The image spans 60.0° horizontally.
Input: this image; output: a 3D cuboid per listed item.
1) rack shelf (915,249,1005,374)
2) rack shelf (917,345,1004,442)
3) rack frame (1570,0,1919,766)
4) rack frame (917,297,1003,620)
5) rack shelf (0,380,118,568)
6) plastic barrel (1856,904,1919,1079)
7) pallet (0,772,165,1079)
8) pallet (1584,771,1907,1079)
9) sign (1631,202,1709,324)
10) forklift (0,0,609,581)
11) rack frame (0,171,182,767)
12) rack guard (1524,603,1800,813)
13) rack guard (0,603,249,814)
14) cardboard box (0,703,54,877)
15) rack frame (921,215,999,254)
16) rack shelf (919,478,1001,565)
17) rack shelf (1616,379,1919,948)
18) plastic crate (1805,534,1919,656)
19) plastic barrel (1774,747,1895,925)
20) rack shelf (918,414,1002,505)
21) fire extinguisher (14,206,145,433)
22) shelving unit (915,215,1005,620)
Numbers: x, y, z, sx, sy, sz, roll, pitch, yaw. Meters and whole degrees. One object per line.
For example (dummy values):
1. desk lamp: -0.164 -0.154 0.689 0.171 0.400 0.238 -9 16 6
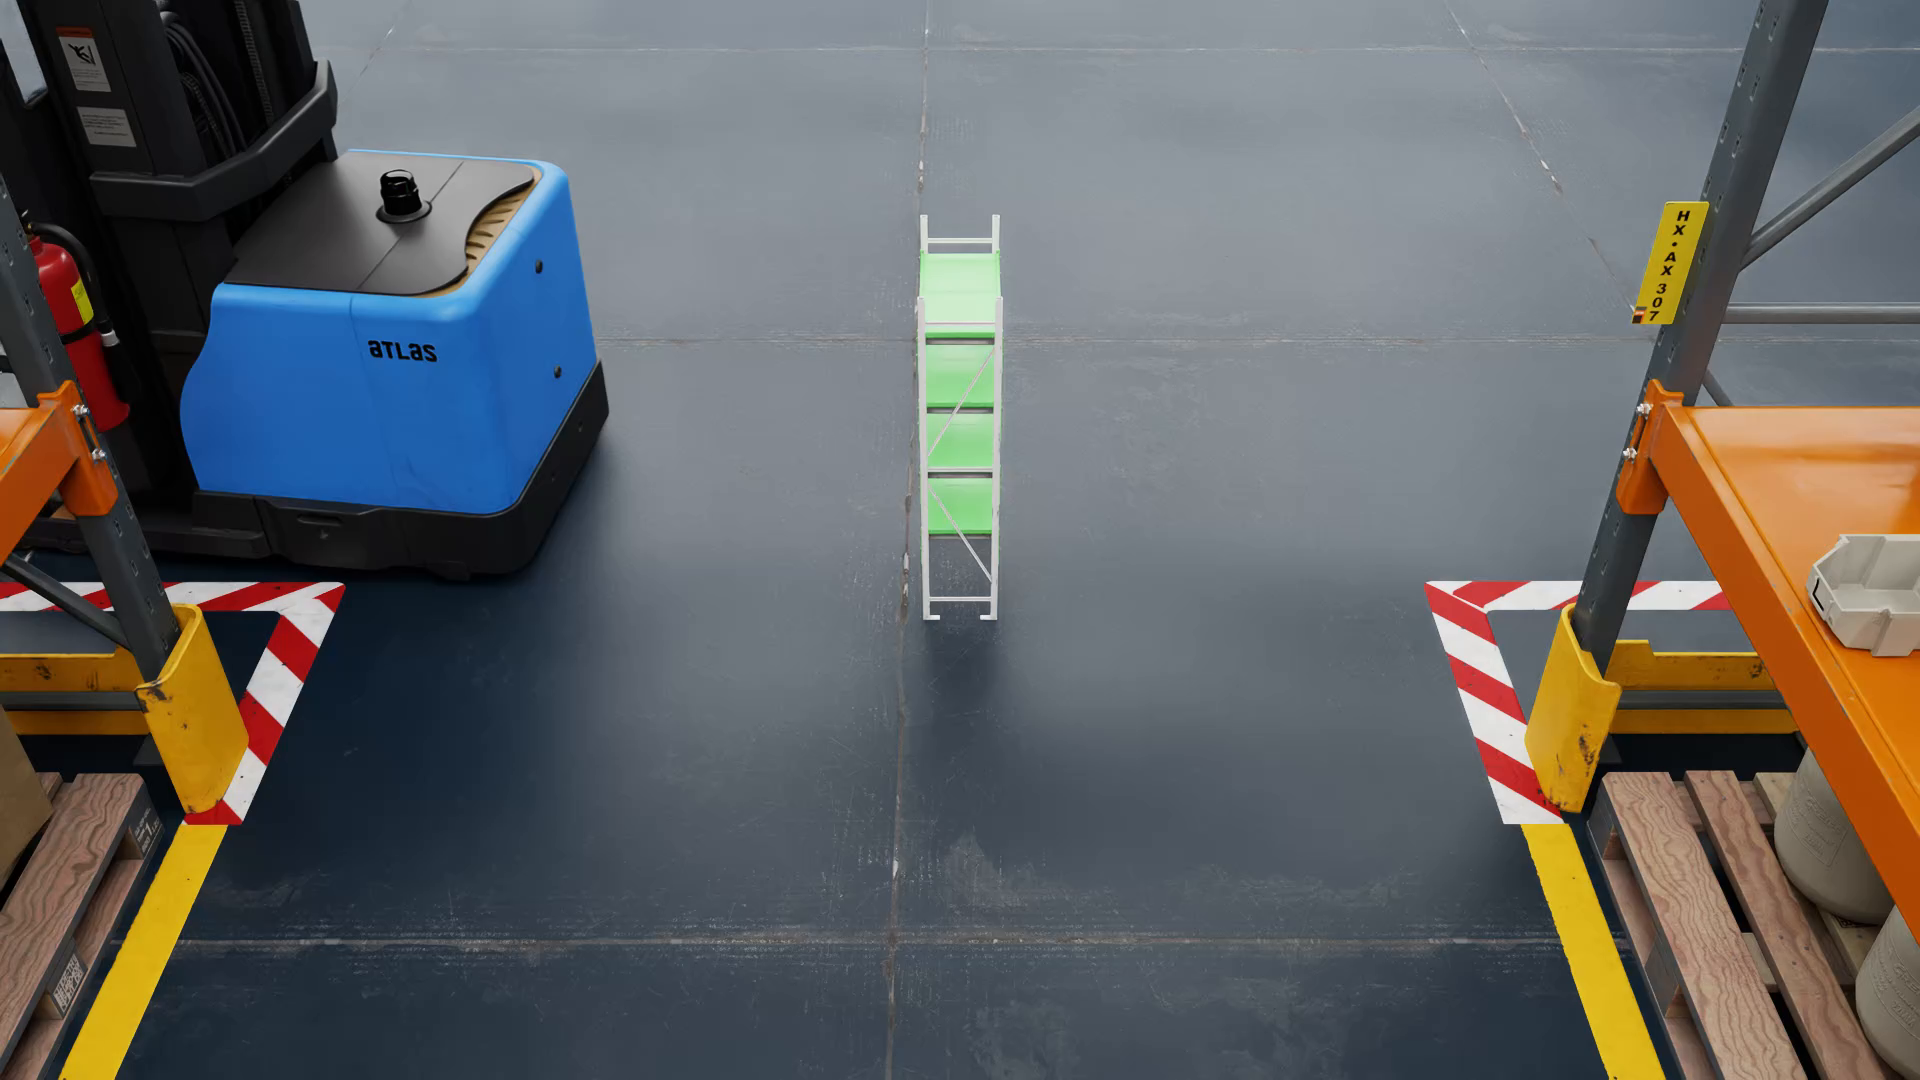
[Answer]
1. rack shelf: 0.000 -0.689 4.985 0.258 0.148 0.480 0 39 0
2. rack shelf: 0.000 -0.502 5.135 0.258 0.148 0.480 0 39 0
3. rack frame: 2.233 -0.543 4.029 1.000 3.000 0.127 0 39 0
4. rack frame: 0.000 -0.212 5.055 0.240 1.200 0.015 0 39 0
5. rack shelf: -2.717 0.992 2.689 1.077 0.370 4.000 0 39 0
6. plastic barrel: 2.311 0.989 3.771 0.421 0.512 0.421 0 39 0
7. pallet: -2.754 1.104 4.204 1.003 0.211 1.213 0 39 0
8. pallet: 2.276 1.100 4.208 1.003 0.211 1.213 0 39 0
9. sign: 1.683 -0.654 3.946 0.100 0.325 0.005 0 39 0
10. forklift: -2.872 -1.420 5.178 3.031 2.935 1.130 5 39 6
11. rack frame: -2.720 -0.540 4.025 1.000 3.000 0.127 0 39 0
12. rack guard: 2.280 0.480 4.752 1.175 0.500 0.348 0 39 0
13. rack guard: -2.720 0.483 4.747 1.175 0.500 0.348 0 39 0
14. cardboard box: -2.736 0.662 4.188 0.500 0.500 0.500 7 39 8
15. rack frame: 0.000 -0.517 5.436 0.240 1.200 0.015 0 39 0
16. rack shelf: 0.000 -0.128 5.436 0.258 0.148 0.480 0 39 0
17. rack shelf: 2.235 0.988 2.694 1.077 0.370 4.000 0 39 0
18. plastic crate: 1.912 0.119 3.413 0.298 0.136 0.250 0 39 0
19. plastic barrel: 2.310 0.675 4.162 0.421 0.512 0.421 0 39 0
20. rack shelf: 0.000 -0.315 5.286 0.258 0.148 0.480 0 39 0
21. fire extinguisher: -2.259 -0.581 4.139 0.296 0.674 0.183 0 39 0
22. shelving unit: 0.000 -0.365 5.246 0.258 1.200 0.503 0 39 0
